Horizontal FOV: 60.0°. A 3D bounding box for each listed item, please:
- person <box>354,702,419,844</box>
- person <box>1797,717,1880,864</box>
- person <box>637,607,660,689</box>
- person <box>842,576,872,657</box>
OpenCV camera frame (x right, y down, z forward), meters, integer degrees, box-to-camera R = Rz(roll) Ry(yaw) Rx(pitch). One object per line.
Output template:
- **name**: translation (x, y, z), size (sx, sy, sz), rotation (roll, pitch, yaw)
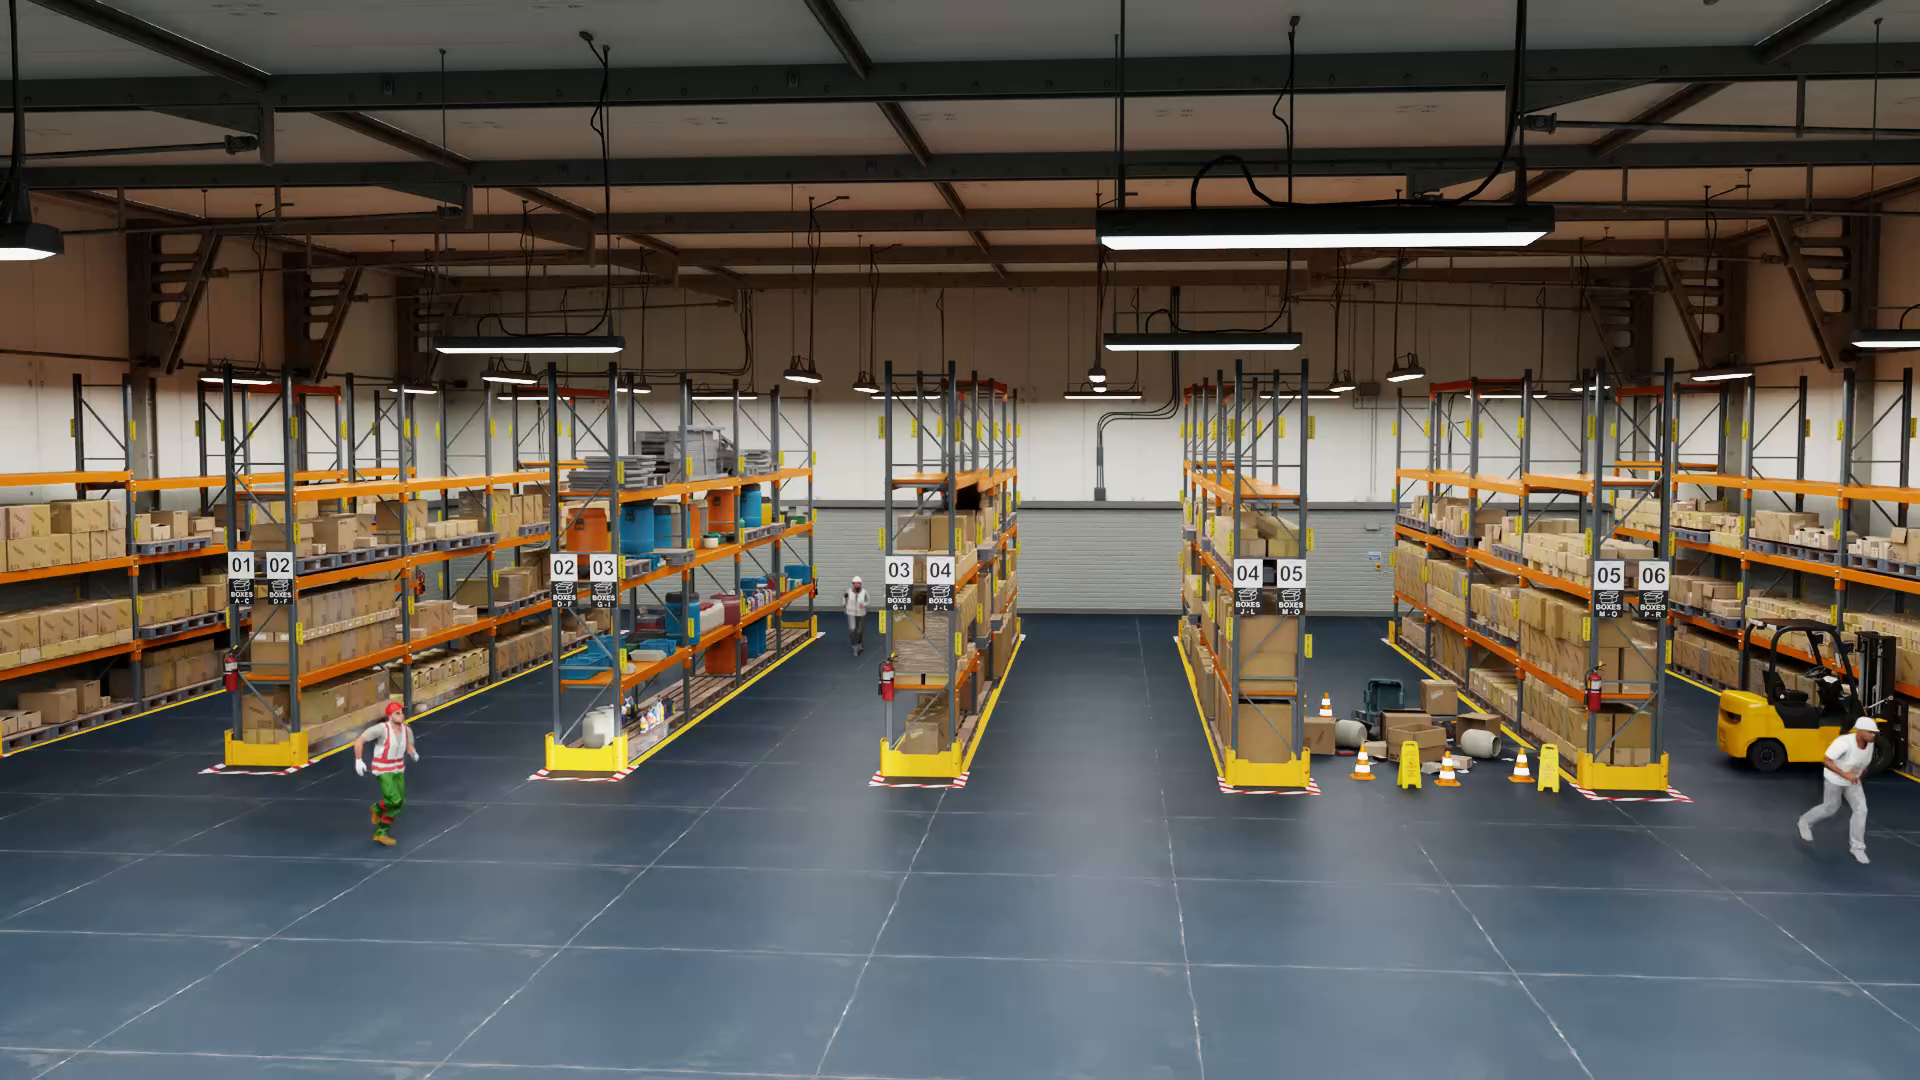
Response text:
- **person**: translation (-6.868, 2.820, 20.103), size (0.659, 1.728, 0.710), rotation (2, 4, 33)
- **person**: translation (10.392, 2.889, 19.672), size (0.743, 1.710, 1.056), rotation (-2, 4, -23)
- **person**: translation (-6.144, 2.081, 32.750), size (0.612, 1.626, 0.986), rotation (1, 4, 9)
- **person**: translation (-2.310, 1.689, 37.205), size (0.667, 1.798, 0.851), rotation (0, 4, -4)
